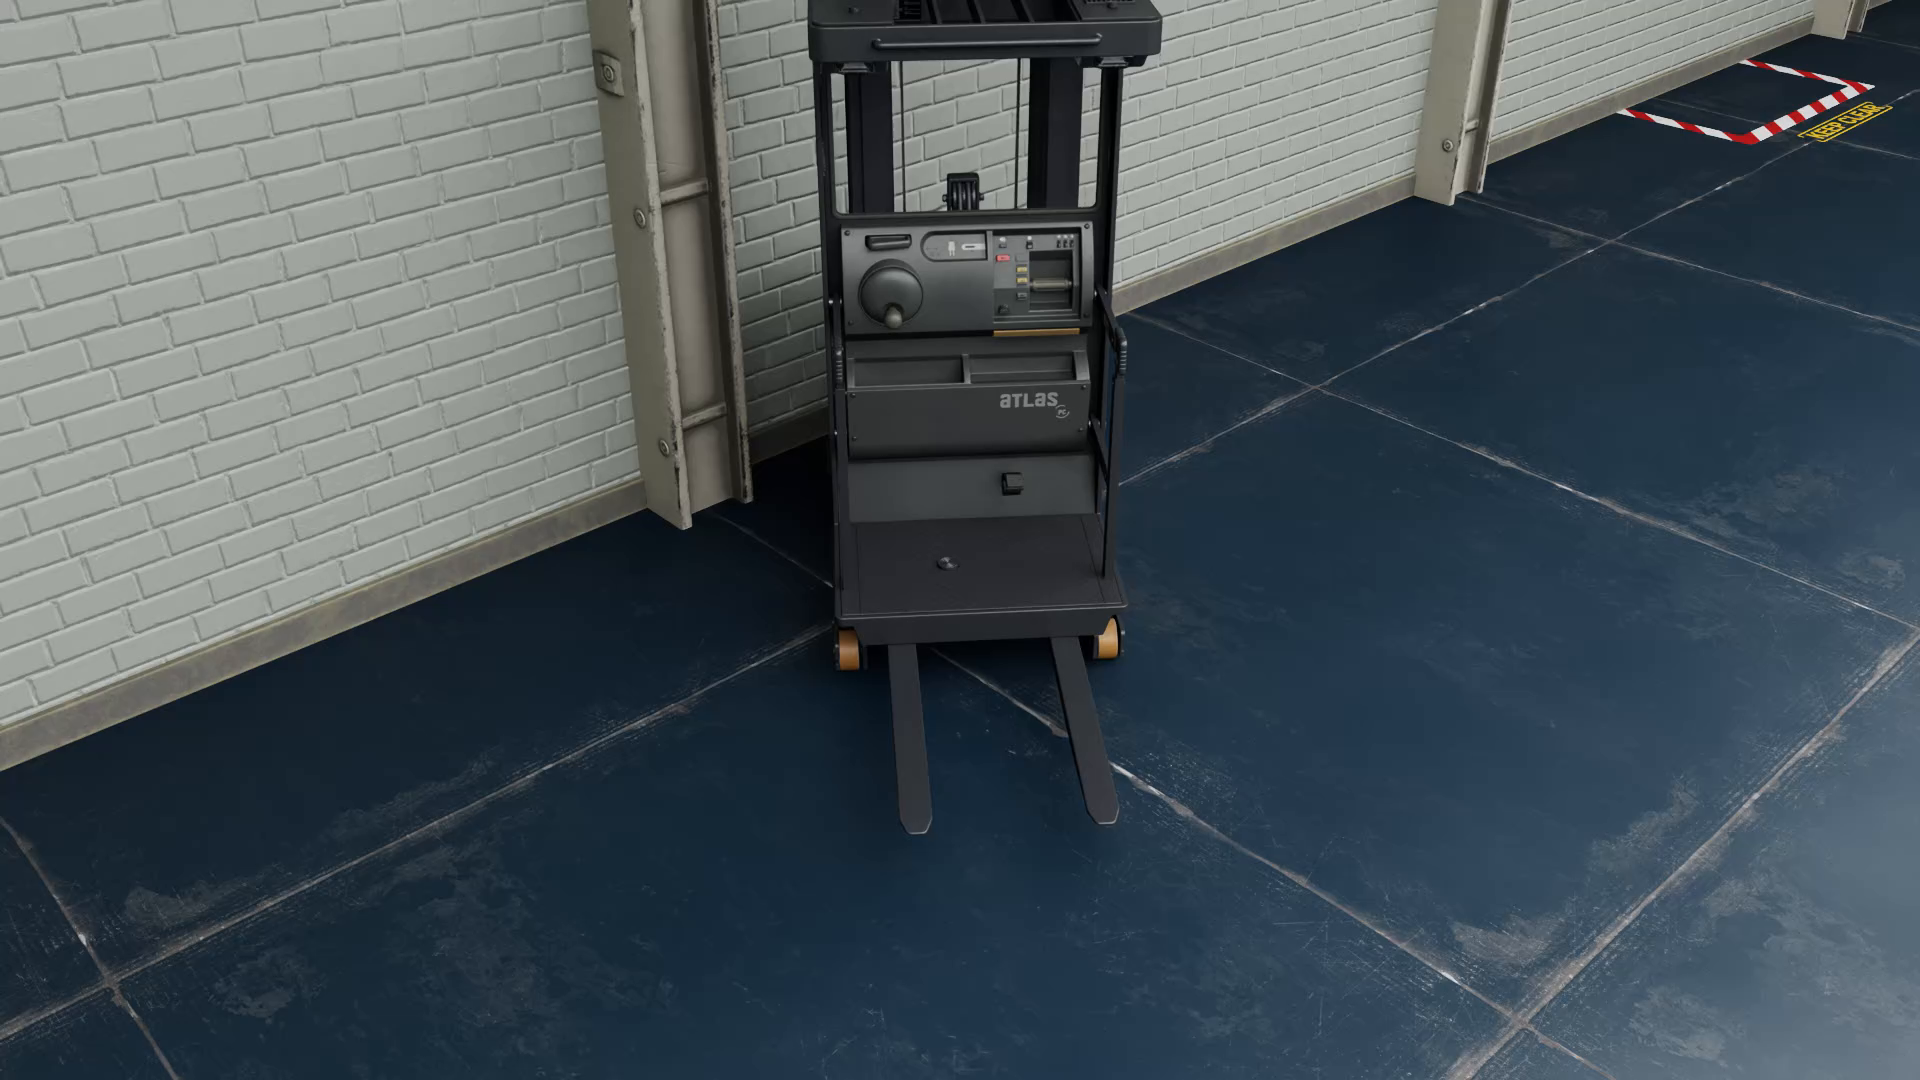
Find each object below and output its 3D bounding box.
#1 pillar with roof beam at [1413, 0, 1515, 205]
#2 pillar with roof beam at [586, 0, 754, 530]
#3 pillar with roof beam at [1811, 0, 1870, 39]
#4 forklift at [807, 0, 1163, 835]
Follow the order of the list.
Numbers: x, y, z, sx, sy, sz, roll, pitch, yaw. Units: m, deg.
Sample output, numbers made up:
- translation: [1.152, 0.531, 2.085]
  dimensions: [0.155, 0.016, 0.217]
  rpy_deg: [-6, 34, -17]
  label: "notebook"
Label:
- translation: [6.145, -4.493, 5.971]
  dimensions: [0.400, 9.000, 9.100]
  rpy_deg: [-26, 40, -35]
  label: "pillar with roof beam"
- translation: [1.746, -2.364, 2.491]
  dimensions: [0.400, 9.000, 9.100]
  rpy_deg: [-26, 40, -35]
  label: "pillar with roof beam"
- translation: [10.545, -6.621, 9.452]
  dimensions: [0.400, 9.000, 9.100]
  rpy_deg: [-26, 40, -35]
  label: "pillar with roof beam"
- translation: [0.049, -0.925, 5.954]
  dimensions: [1.130, 2.935, 3.031]
  rpy_deg: [-2, 32, -4]
  label: "forklift"
